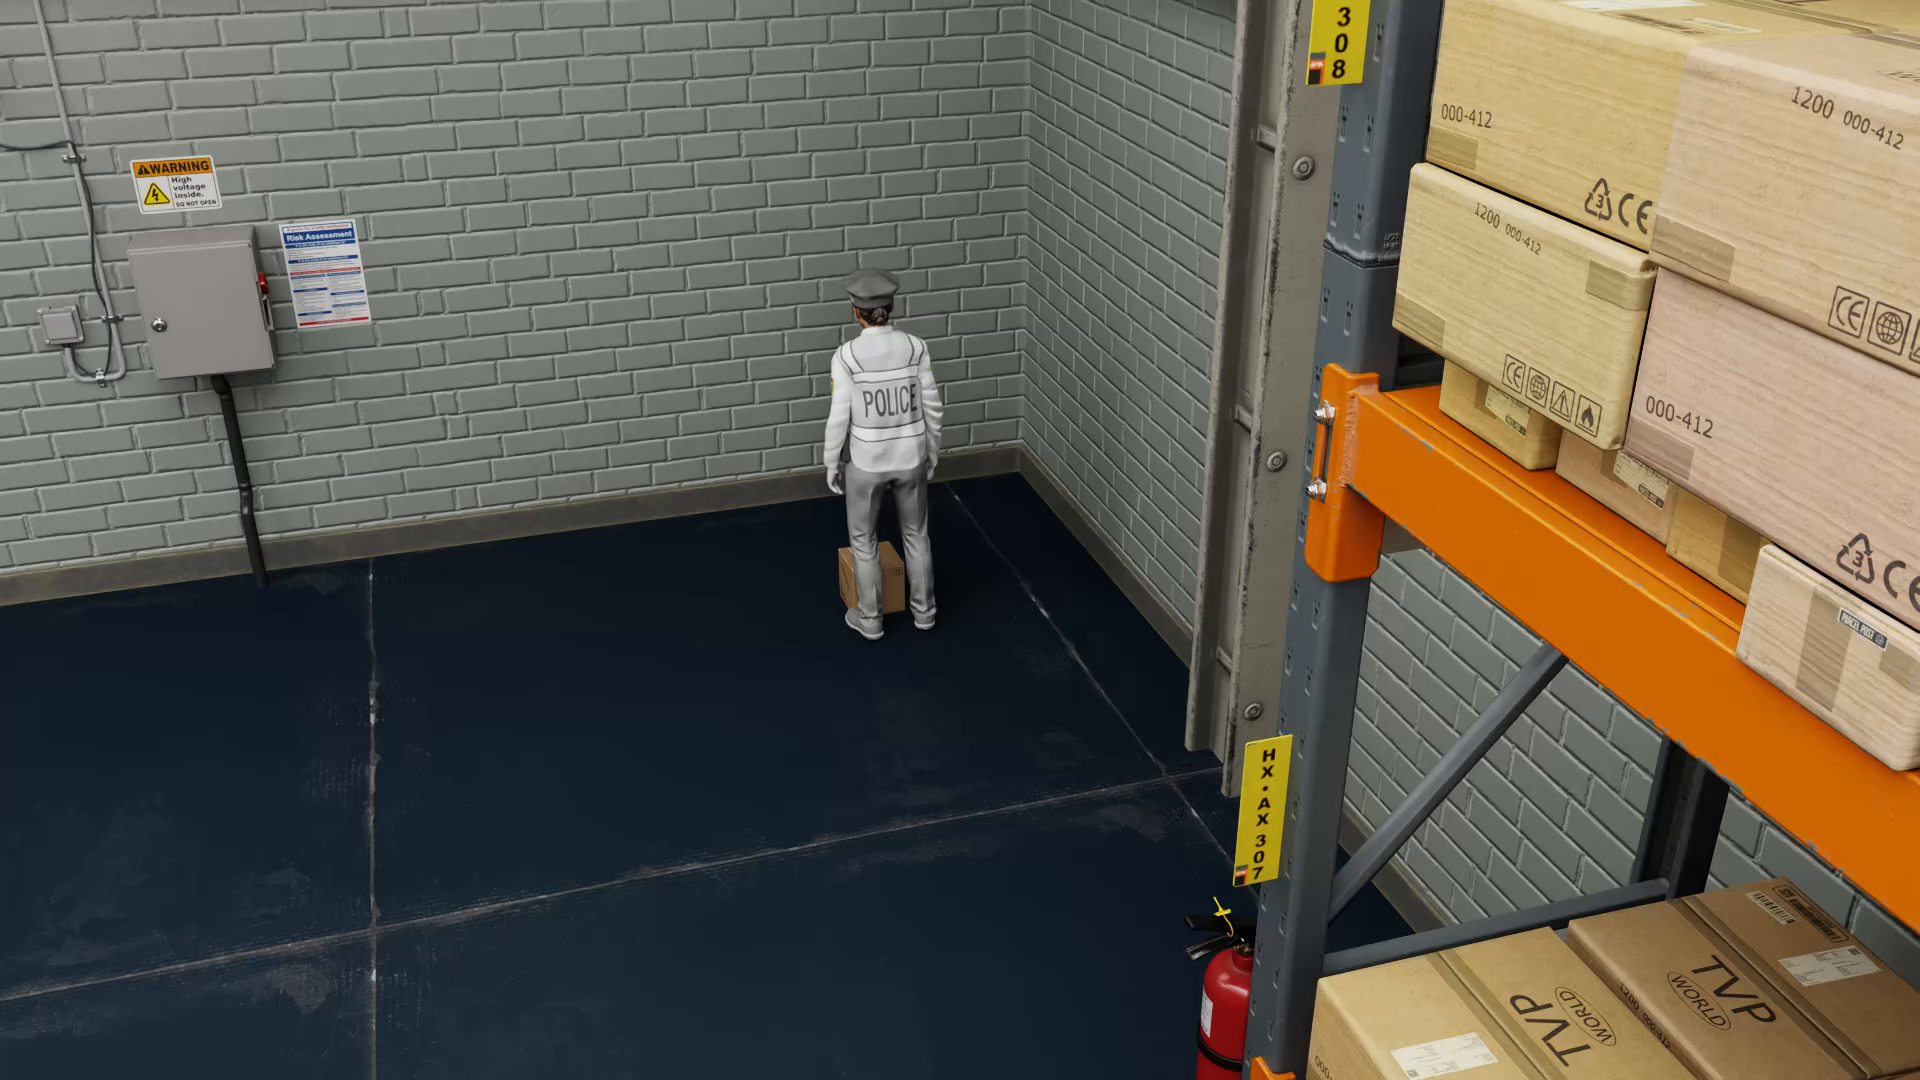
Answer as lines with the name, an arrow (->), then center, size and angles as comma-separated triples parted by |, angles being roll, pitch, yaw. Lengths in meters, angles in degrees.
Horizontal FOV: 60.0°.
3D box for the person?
person -> -0.337, -0.348, 7.308 | 0.535, 1.663, 0.379 | -9, 28, -17
